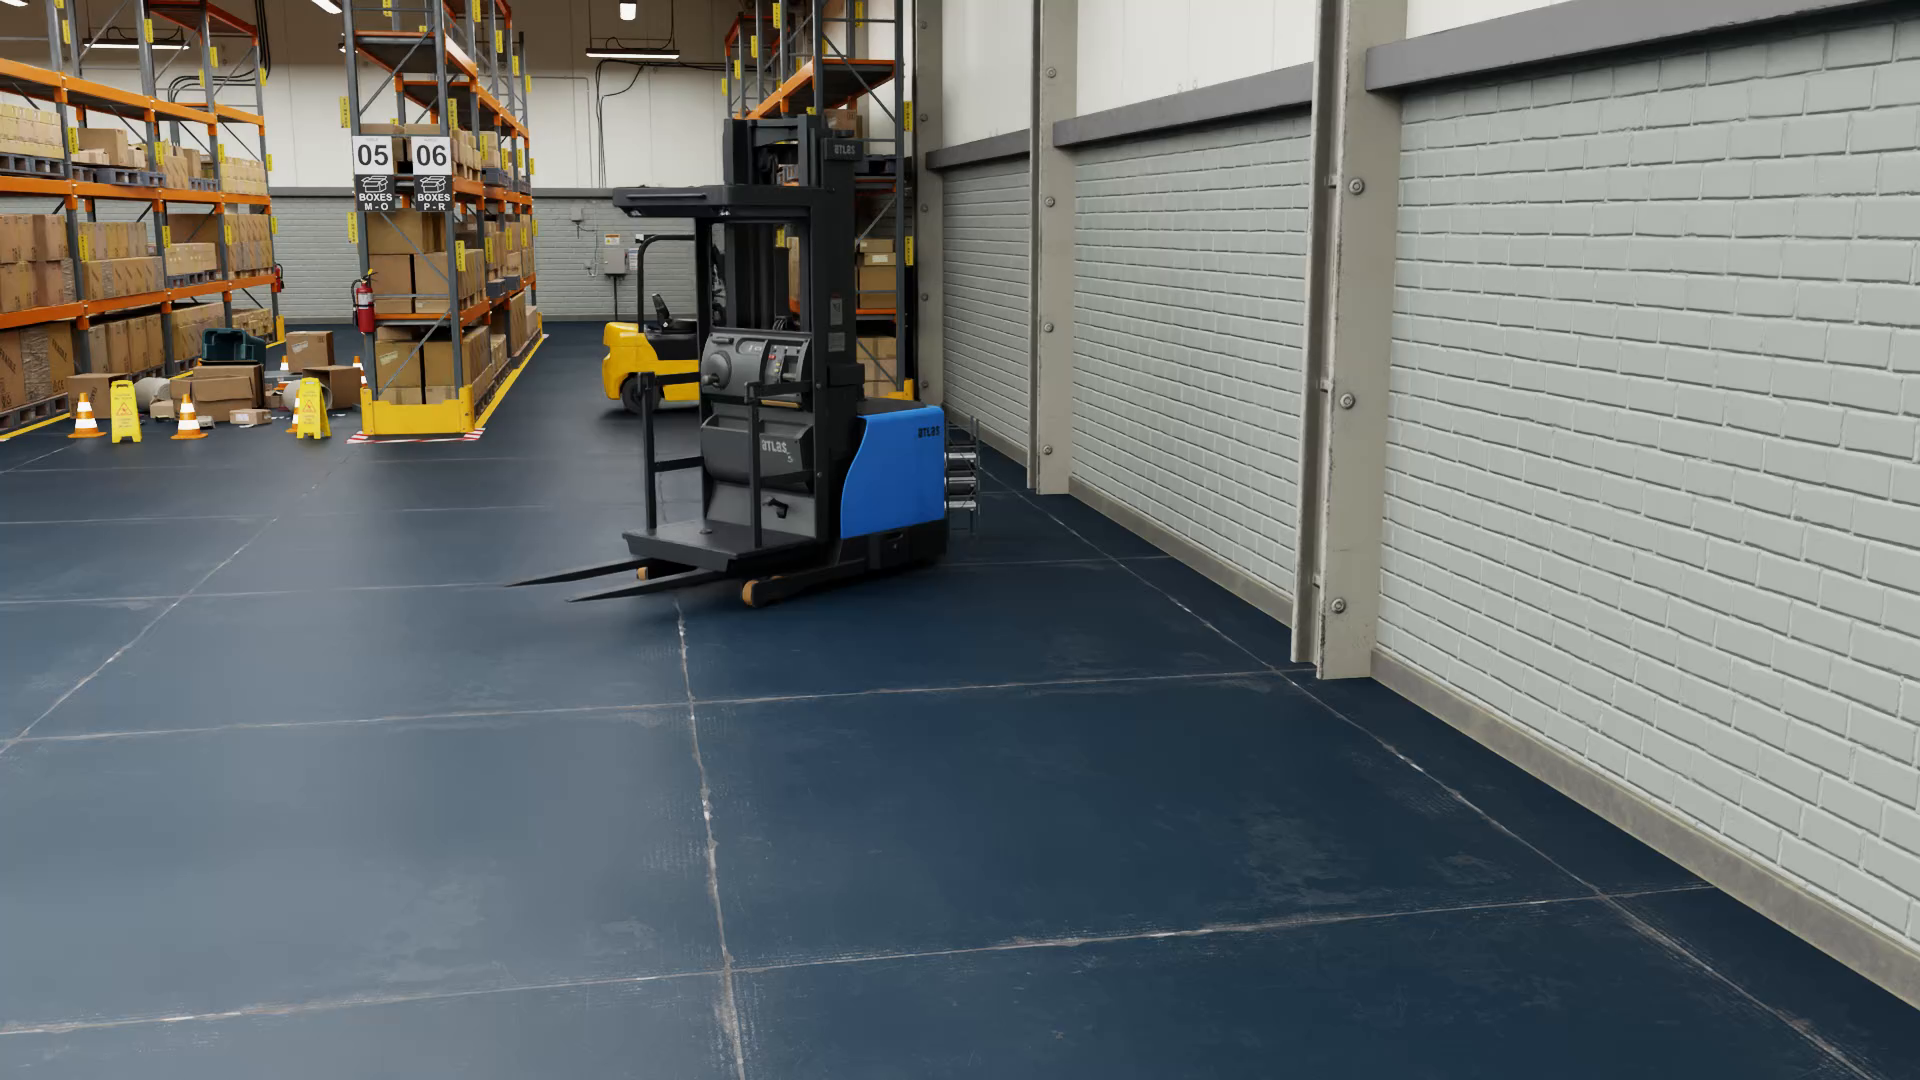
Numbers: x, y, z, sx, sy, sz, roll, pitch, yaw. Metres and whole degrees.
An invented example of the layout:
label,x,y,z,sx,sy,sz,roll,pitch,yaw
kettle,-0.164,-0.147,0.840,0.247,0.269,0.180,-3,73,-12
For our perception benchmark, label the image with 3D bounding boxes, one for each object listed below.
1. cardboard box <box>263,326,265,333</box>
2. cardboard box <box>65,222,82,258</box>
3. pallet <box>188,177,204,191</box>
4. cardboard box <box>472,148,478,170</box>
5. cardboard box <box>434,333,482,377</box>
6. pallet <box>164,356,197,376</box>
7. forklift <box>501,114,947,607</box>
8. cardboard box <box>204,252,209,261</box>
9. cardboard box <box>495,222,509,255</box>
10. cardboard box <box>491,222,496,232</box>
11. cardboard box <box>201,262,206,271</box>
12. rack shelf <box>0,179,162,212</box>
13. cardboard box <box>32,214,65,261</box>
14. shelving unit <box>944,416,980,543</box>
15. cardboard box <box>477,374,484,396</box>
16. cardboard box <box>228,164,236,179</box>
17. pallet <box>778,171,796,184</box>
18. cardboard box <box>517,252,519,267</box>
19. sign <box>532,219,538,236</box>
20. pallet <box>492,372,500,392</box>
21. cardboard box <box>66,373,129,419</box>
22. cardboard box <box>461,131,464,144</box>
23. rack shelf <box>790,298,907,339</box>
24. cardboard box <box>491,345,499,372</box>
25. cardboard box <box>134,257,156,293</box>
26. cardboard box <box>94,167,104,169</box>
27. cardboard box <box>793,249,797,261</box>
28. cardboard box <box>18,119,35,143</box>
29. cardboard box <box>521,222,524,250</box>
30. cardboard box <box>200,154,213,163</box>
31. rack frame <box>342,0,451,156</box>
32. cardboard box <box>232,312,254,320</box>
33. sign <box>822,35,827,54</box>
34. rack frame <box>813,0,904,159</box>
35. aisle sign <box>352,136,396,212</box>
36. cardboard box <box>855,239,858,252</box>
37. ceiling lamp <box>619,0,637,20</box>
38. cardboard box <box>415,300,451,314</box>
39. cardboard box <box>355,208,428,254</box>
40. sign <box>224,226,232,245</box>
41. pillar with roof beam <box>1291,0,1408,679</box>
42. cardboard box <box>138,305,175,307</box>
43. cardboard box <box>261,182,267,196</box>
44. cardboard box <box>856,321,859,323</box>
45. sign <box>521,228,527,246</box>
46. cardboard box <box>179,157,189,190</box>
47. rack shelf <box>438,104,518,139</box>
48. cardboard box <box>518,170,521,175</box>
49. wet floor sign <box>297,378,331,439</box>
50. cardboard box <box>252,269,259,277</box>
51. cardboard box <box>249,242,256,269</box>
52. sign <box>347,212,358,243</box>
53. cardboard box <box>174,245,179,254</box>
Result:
label,x,y,z,sx,sy,sz,roll,pitch,yaw
cardboard box,-13.529,-4.023,31.810,0.380,0.149,0.250,-2,11,-11
cardboard box,-11.720,-3.831,21.361,0.700,0.500,0.500,-2,11,-12
pallet,-12.953,-5.741,26.818,1.213,0.211,1.003,-2,11,-11
cardboard box,-6.333,-4.781,20.874,0.500,0.250,0.500,-2,11,-12
cardboard box,-6.090,-2.239,20.164,0.500,0.500,0.500,-2,11,-10
pallet,-12.546,-2.707,25.855,1.003,0.211,1.213,-2,11,-11
forklift,-1.430,-1.138,10.338,1.130,2.935,3.031,9,14,40
cardboard box,-12.805,-4.736,27.813,0.380,0.149,0.250,-2,11,-9
cardboard box,-7.416,-4.772,26.303,0.500,0.500,0.500,-2,11,-13
cardboard box,-6.965,-4.562,24.224,0.380,0.149,0.250,-3,11,-14
cardboard box,-12.756,-4.545,27.602,0.380,0.149,0.250,-3,11,-14
rack shelf,-12.007,-4.687,22.700,1.077,0.370,4.000,-2,11,-11
cardboard box,-11.359,-3.639,20.001,0.875,0.550,0.550,-2,11,-11
shelving unit,-0.002,-0.444,12.120,0.258,0.900,0.210,-2,11,-11
cardboard box,-6.100,-1.872,20.240,0.500,0.250,0.500,-1,11,-7
cardboard box,-13.124,-6.501,29.373,0.500,0.250,0.500,-2,11,-11
pallet,-2.098,-5.121,23.566,0.805,0.209,1.217,-3,11,-13
cardboard box,-7.803,-4.779,28.349,0.500,0.250,0.500,-2,11,-10
sign,-8.581,-6.302,33.553,0.100,0.325,0.005,-2,11,-11
pallet,-6.935,-2.171,23.040,1.003,0.211,1.213,-2,11,-11
cardboard box,-10.309,-1.726,19.920,0.500,0.500,0.500,0,11,-1
cardboard box,-6.014,-4.715,19.461,0.380,0.149,0.250,-2,11,-9
rack shelf,-1.525,-2.859,21.121,1.077,0.370,4.000,-2,11,-11
cardboard box,-7.030,-2.542,23.433,0.950,0.372,0.625,-1,11,-7
cardboard box,-11.949,-3.818,23.968,0.500,0.500,0.500,-2,11,-11
cardboard box,-12.471,-5.478,23.780,0.500,0.311,0.500,-2,11,-11
cardboard box,-1.955,-3.689,21.554,0.380,0.149,0.250,-2,11,-12
cardboard box,-11.077,-4.736,19.249,0.500,0.250,0.500,-2,11,-12
cardboard box,-8.193,-5.502,30.141,0.500,0.500,0.500,-2,11,-11
cardboard box,-12.993,-6.571,28.671,0.380,0.149,0.250,-2,11,-12
rack frame,-6.004,-5.612,17.614,1.000,3.000,0.127,-2,11,-11
cardboard box,-13.395,-4.171,30.996,0.380,0.149,0.250,-3,11,-13
sign,-2.148,-7.818,26.282,0.100,0.325,0.005,-2,11,-11
rack frame,-1.136,-5.793,18.566,1.000,3.000,0.127,-2,11,-11
aisle sign,-6.276,-3.920,17.817,0.394,0.787,0.004,-2,11,-11
cardboard box,-1.075,-3.526,19.904,0.380,0.149,0.250,-2,11,-10
ceiling lamp,-5.463,-10.628,28.356,0.800,3.185,2.000,-2,11,-11
cardboard box,-5.867,-2.611,18.565,0.380,0.149,0.250,-2,11,-11
cardboard box,-6.318,-3.437,18.495,0.700,0.500,0.500,-2,11,-12
sign,-12.630,-5.257,28.696,0.100,0.325,0.005,-2,11,-11
pillar with roof beam,-2.276,-3.596,7.023,9.100,9.000,0.400,-2,11,-11
cardboard box,-13.088,-3.677,27.052,0.500,0.250,0.500,-2,11,-9
cardboard box,-13.604,-6.727,31.895,0.500,0.250,0.500,-2,11,-12
cardboard box,-1.628,-2.843,22.668,0.500,0.250,0.500,-2,11,-10
sign,-7.808,-5.417,29.750,0.100,0.325,0.005,-2,11,-11
cardboard box,-12.452,-5.754,26.113,0.500,0.500,0.500,-2,11,-11
rack shelf,-7.949,-6.896,27.355,1.077,0.370,4.000,-2,11,-11
cardboard box,-8.940,-7.175,32.861,0.500,0.250,0.500,-3,11,-16
wet floor sign,-7.017,-1.435,18.008,0.267,0.644,0.232,2,11,9
cardboard box,-13.441,-5.040,31.326,0.380,0.149,0.250,-3,11,-14
cardboard box,-13.322,-5.244,30.662,0.500,0.500,0.500,-2,11,-8
sign,-6.552,-3.372,17.950,0.100,0.325,0.005,-2,11,-11
cardboard box,-12.445,-4.543,26.003,0.380,0.149,0.250,-3,11,-13
